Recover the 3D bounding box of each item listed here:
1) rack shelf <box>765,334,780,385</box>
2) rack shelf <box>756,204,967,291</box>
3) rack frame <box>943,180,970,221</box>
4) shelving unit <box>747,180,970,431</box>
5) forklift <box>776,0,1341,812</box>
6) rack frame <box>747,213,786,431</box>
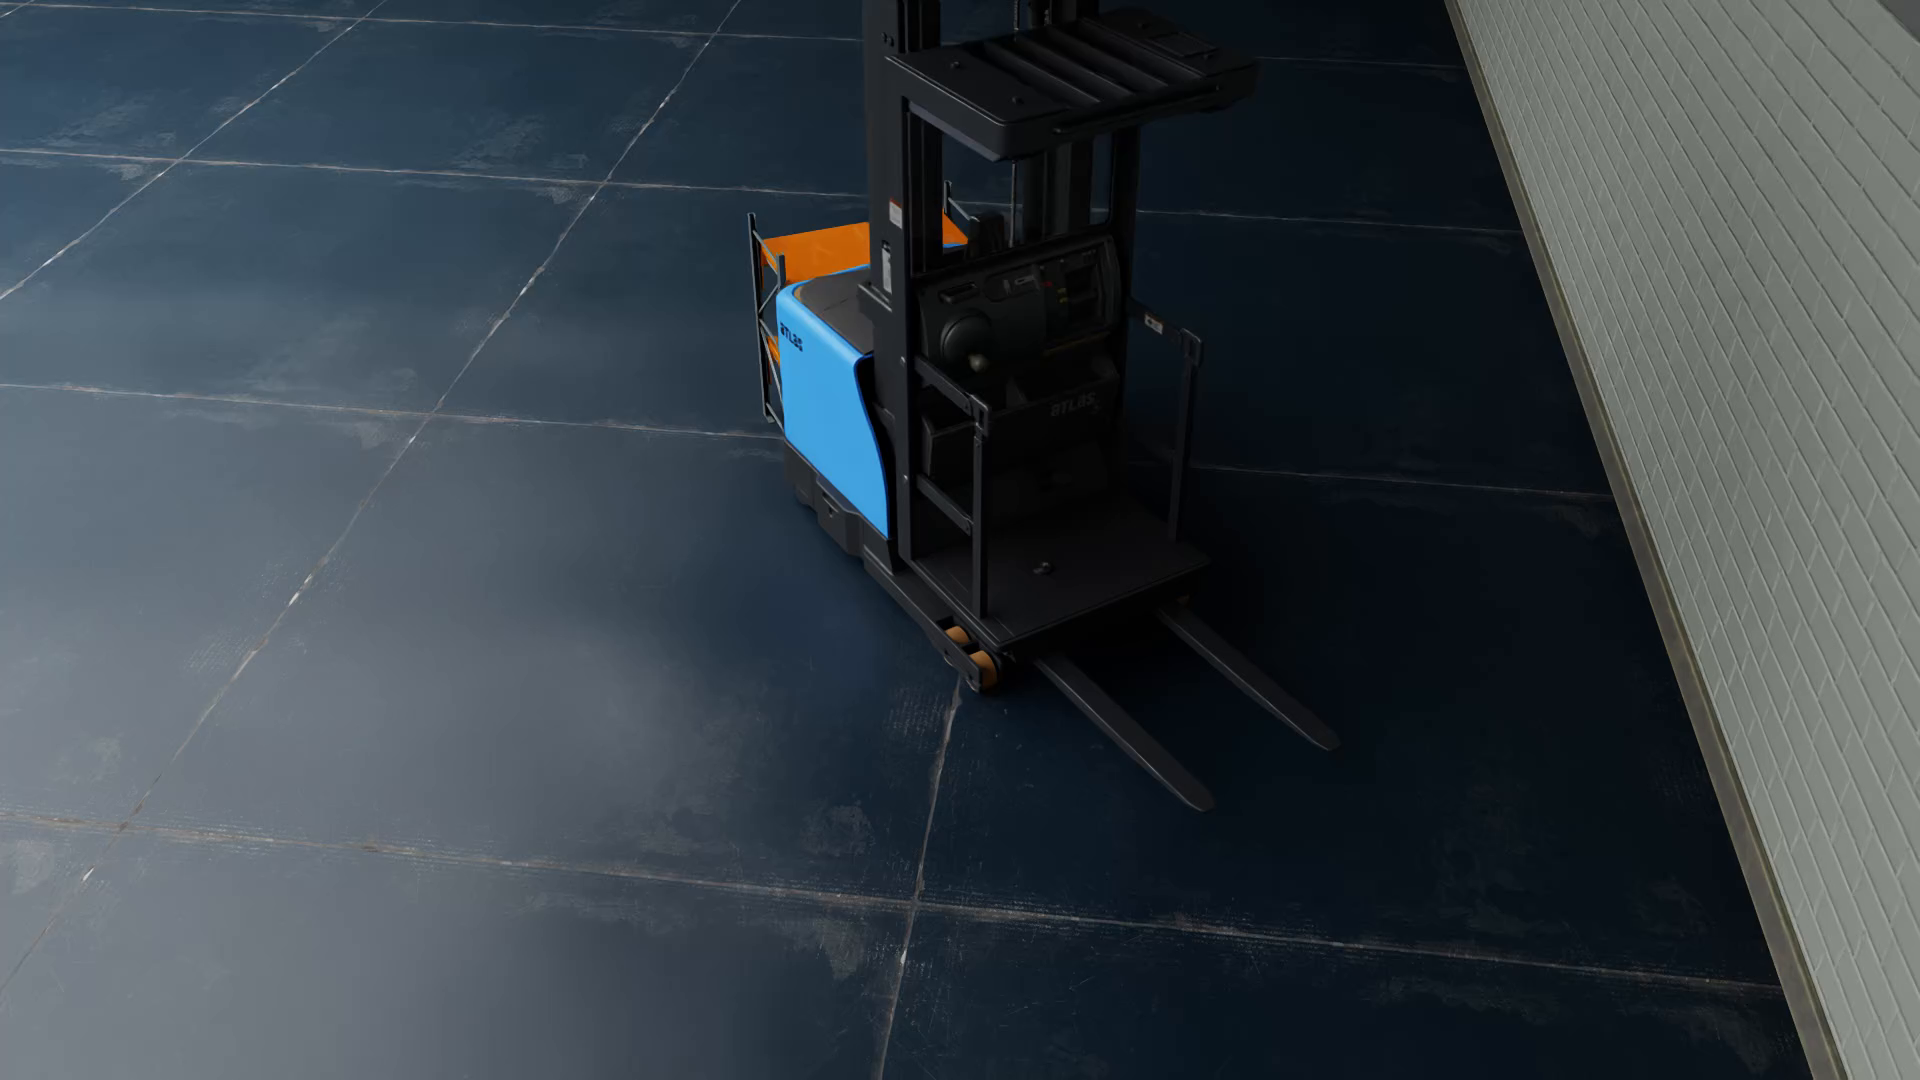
[{"bbox_3d":[-0.447,-0.901,8.465,1.000,0.278,0.538,-14,38,-18],"label":"rack shelf"},{"bbox_3d":[-0.447,-1.338,8.153,1.000,0.278,0.538,-14,38,-18],"label":"rack shelf"},{"bbox_3d":[0.023,-1.213,8.482,0.032,1.125,0.500,-14,38,-18],"label":"rack frame"},{"bbox_3d":[-0.447,-1.100,8.323,1.048,1.125,0.538,-14,38,-18],"label":"shelving unit"},{"bbox_3d":[0.358,-0.880,6.459,1.130,2.935,3.031,-20,40,-26],"label":"forklift"},{"bbox_3d":[-0.916,-0.987,8.164,0.032,1.125,0.500,-14,38,-18],"label":"rack frame"}]
